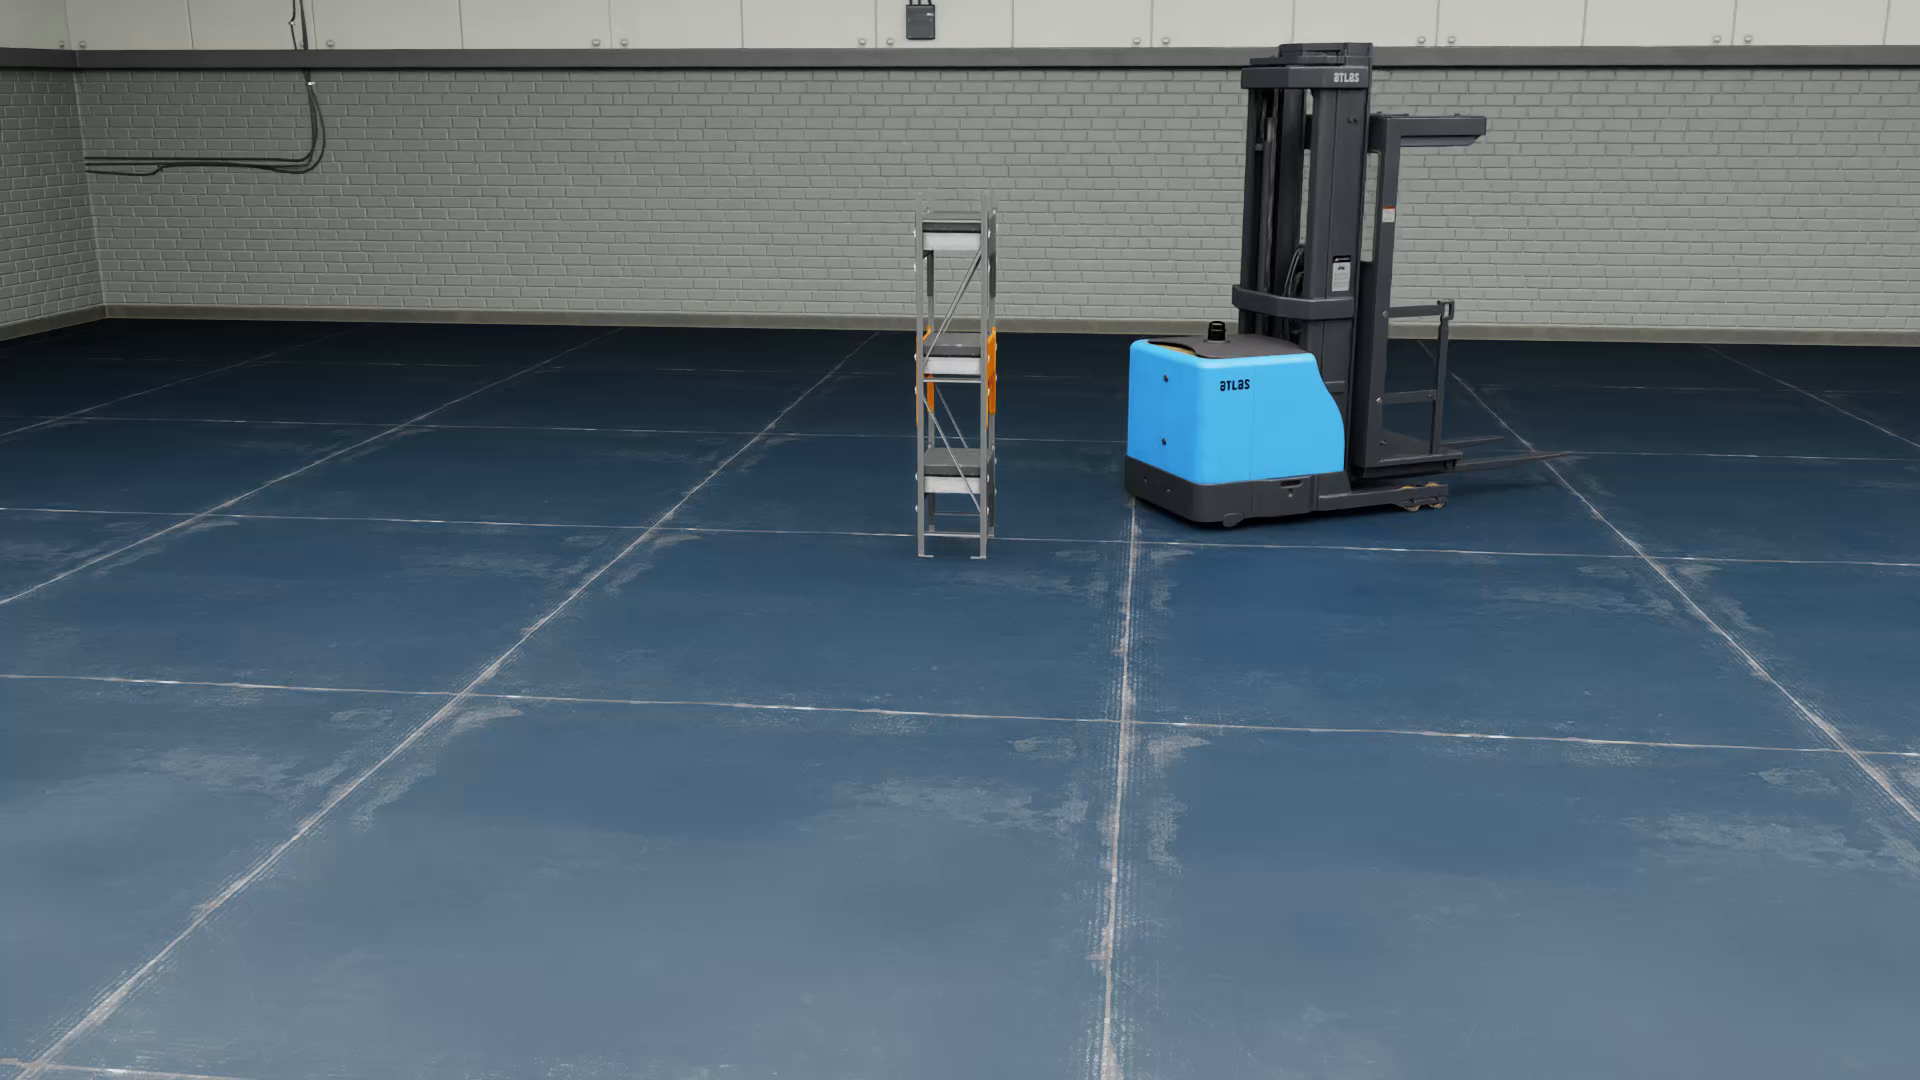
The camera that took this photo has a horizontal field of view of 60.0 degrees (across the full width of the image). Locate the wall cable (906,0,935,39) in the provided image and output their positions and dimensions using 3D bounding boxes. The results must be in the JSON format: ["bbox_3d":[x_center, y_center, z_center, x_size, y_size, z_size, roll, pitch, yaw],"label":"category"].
[{"bbox_3d":[0.564,-8.333,17.226,2.305,6.003,0.169,2,15,6],"label":"wall cable"}]

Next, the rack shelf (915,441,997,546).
[{"bbox_3d":[-0.019,-0.282,9.915,0.431,0.518,0.480,2,15,6],"label":"rack shelf"}]

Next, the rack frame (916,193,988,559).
[{"bbox_3d":[-0.046,-0.907,9.495,0.400,2.100,0.015,2,15,6],"label":"rack frame"}]

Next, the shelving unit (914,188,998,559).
[{"bbox_3d":[-0.019,-0.971,9.729,0.431,2.100,0.503,2,15,6],"label":"shelving unit"}]

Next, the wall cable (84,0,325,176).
[{"bbox_3d":[-8.867,-5.476,19.124,3.097,2.526,0.112,2,15,6],"label":"wall cable"}]

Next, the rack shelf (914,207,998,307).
[{"bbox_3d":[-0.019,-1.633,9.550,0.431,0.518,0.480,2,15,6],"label":"rack shelf"}]

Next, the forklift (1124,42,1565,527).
[{"bbox_3d":[2.665,-1.723,10.917,3.031,2.935,1.130,-6,16,-22],"label":"forklift"}]

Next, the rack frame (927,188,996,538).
[{"bbox_3d":[0.009,-1.034,9.963,0.400,2.100,0.015,2,15,6],"label":"rack frame"}]

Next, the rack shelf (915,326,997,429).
[{"bbox_3d":[-0.019,-0.957,9.733,0.431,0.518,0.480,2,15,6],"label":"rack shelf"}]
